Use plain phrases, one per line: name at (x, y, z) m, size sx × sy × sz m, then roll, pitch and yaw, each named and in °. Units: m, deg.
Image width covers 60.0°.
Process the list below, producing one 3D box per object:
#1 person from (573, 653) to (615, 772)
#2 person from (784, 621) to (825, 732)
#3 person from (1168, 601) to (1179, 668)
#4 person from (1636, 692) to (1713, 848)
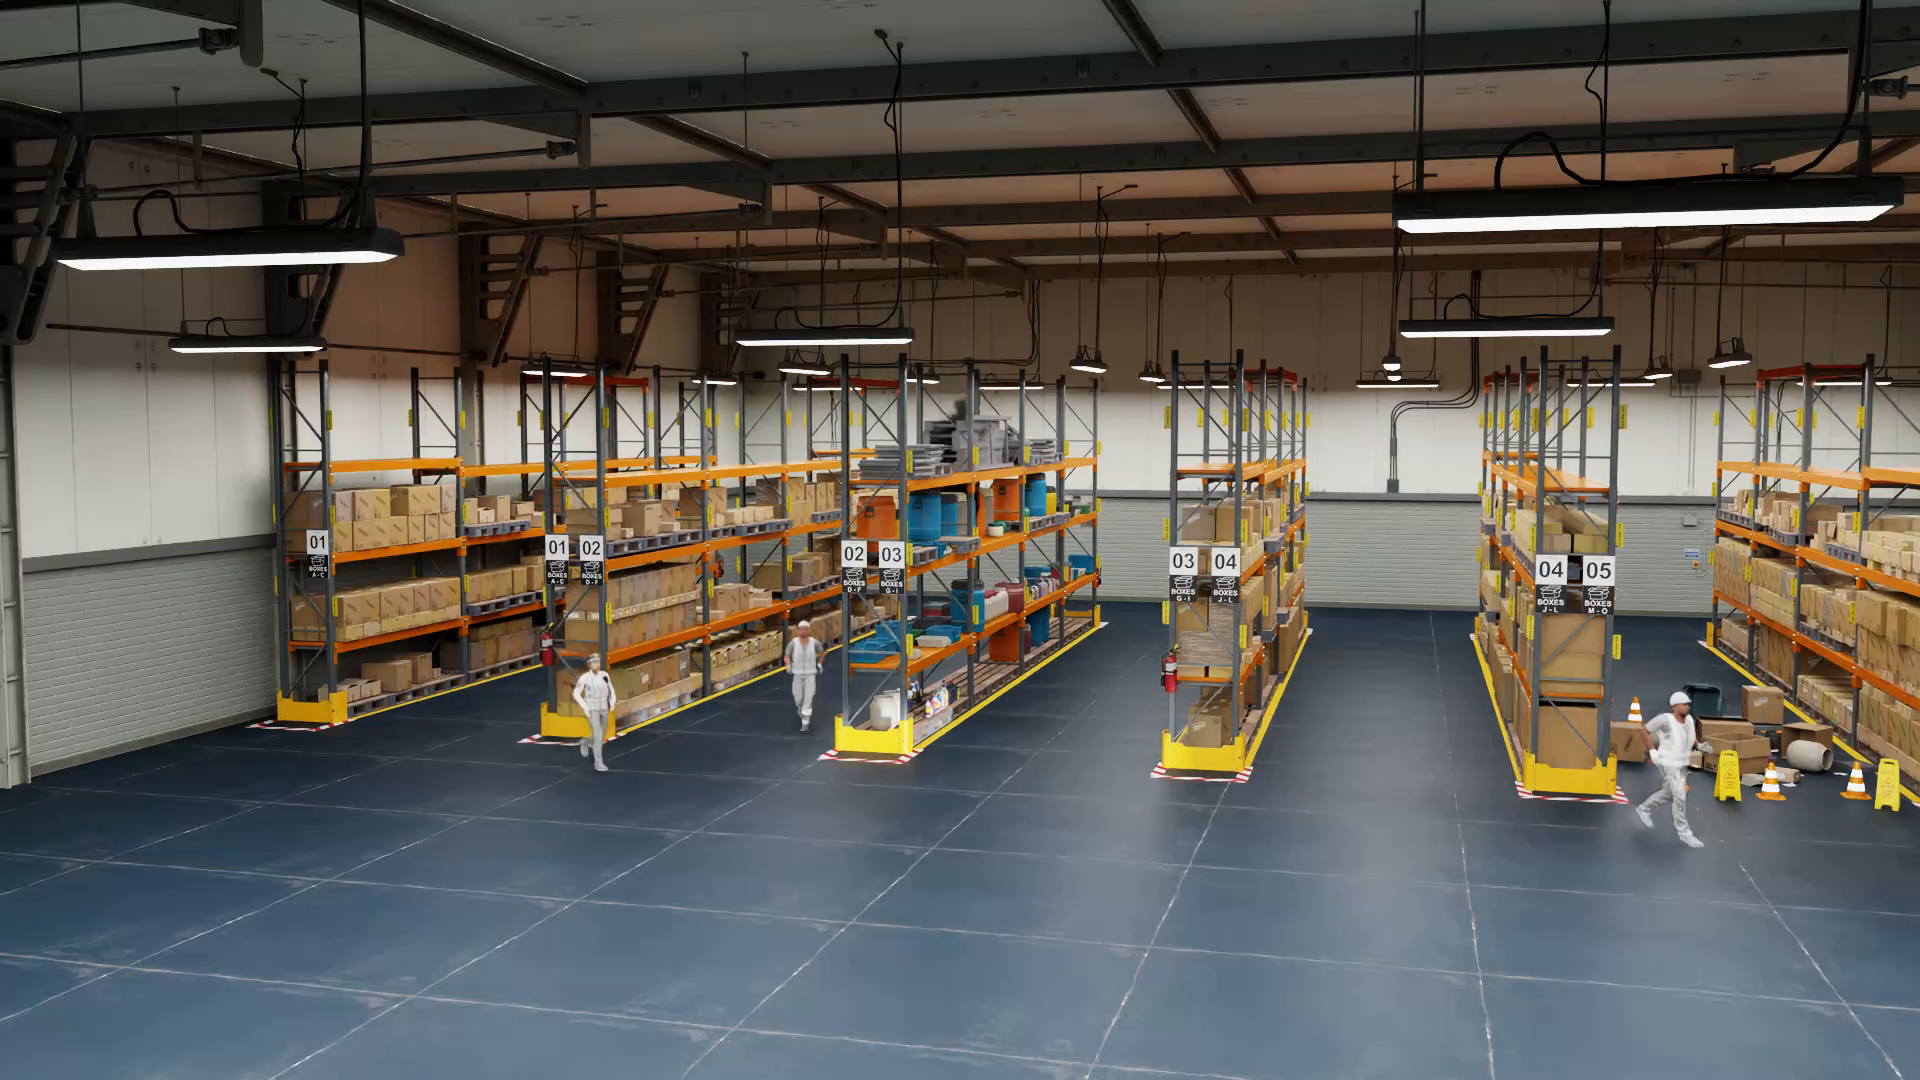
person at (-5.253, 2.441, 23.885) m, size 0.632 × 1.686 × 0.723 m, roll -4°, pitch 6°, yaw -42°
person at (-2.517, 2.186, 26.997) m, size 0.665 × 1.761 × 0.823 m, roll 0°, pitch 4°, yaw -5°
person at (4.448, 1.750, 33.804) m, size 0.570 × 1.633 × 0.772 m, roll 1°, pitch 4°, yaw 10°
person at (8.476, 2.685, 19.852) m, size 0.642 × 1.788 × 0.995 m, roll -3°, pitch 5°, yaw -32°
